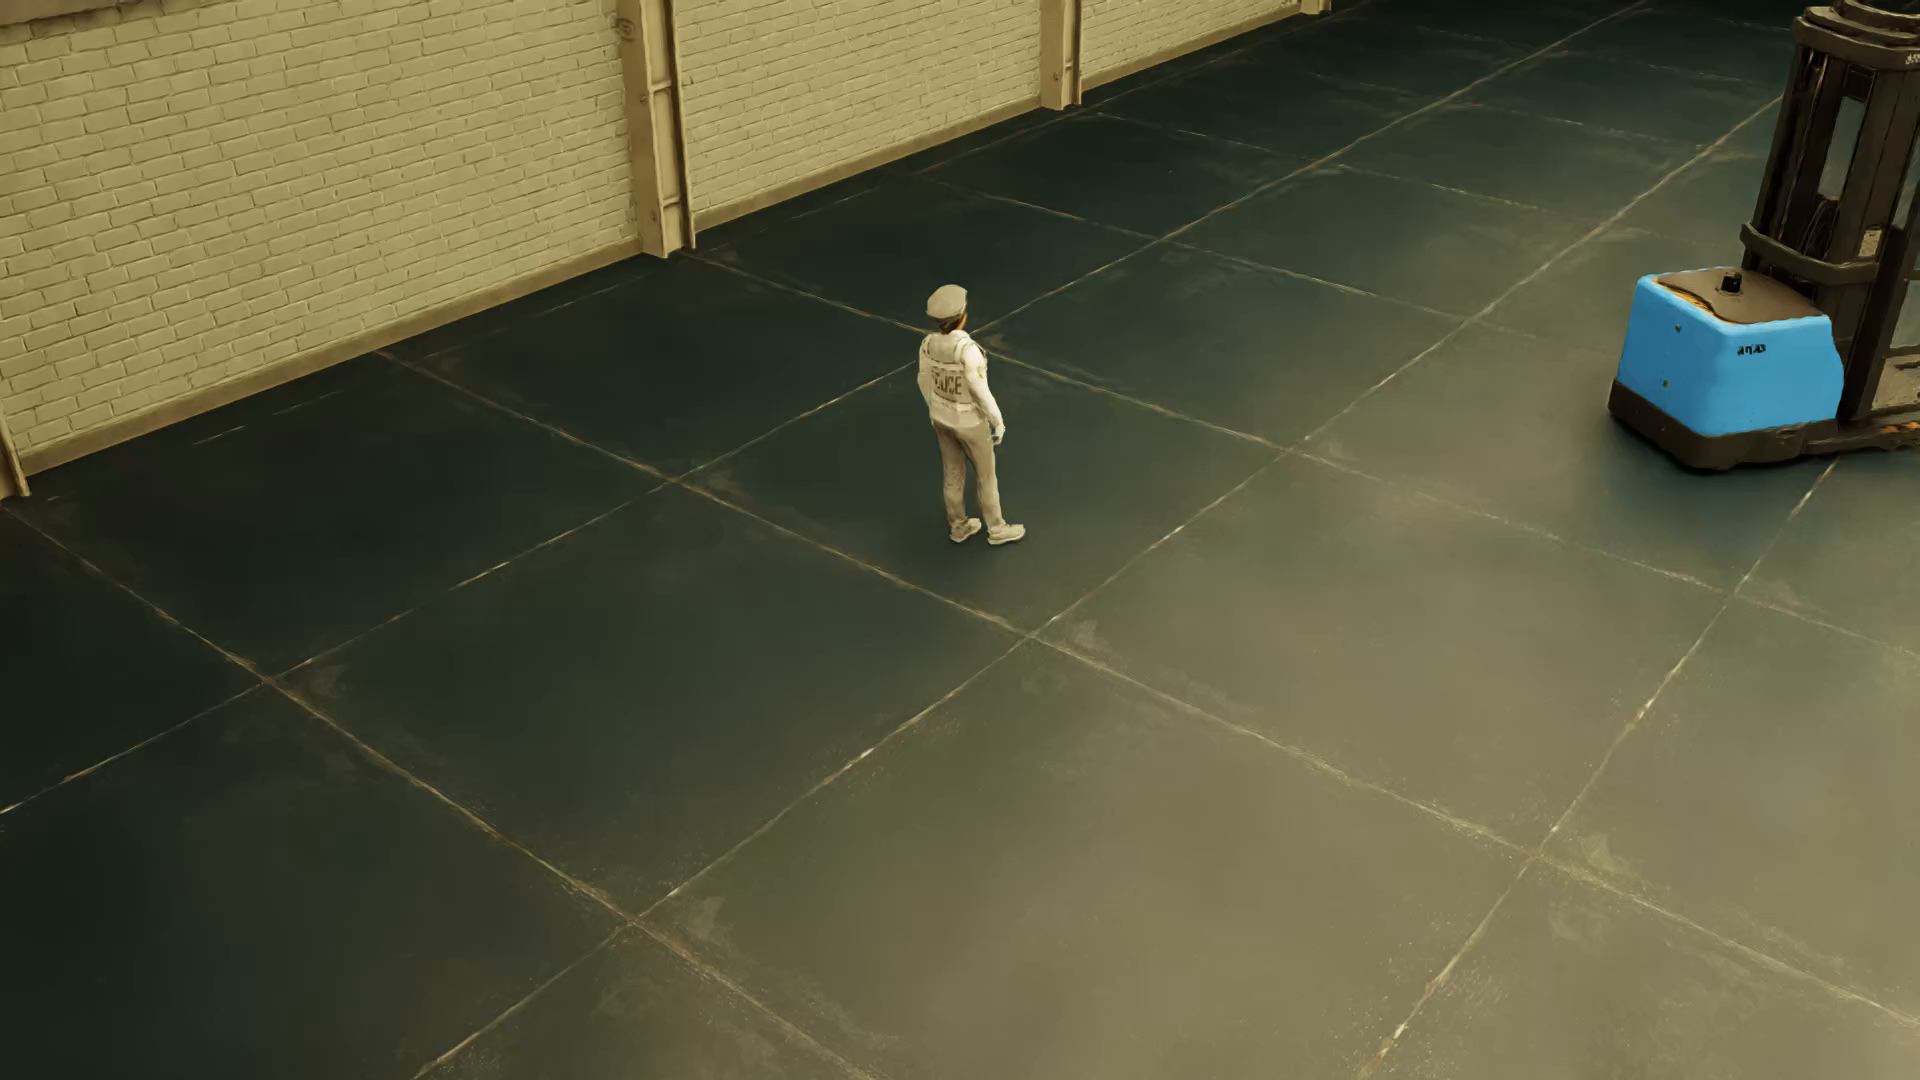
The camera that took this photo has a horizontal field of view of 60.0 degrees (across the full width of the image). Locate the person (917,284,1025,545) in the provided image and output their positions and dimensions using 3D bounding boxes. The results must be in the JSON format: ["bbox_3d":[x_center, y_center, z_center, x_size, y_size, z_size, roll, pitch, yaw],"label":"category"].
[{"bbox_3d":[0.048,-0.762,10.110,0.586,1.695,0.532,22,37,33],"label":"person"}]

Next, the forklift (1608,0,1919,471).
[{"bbox_3d":[6.242,-2.136,11.250,3.031,2.935,1.130,-8,31,-14],"label":"forklift"}]
